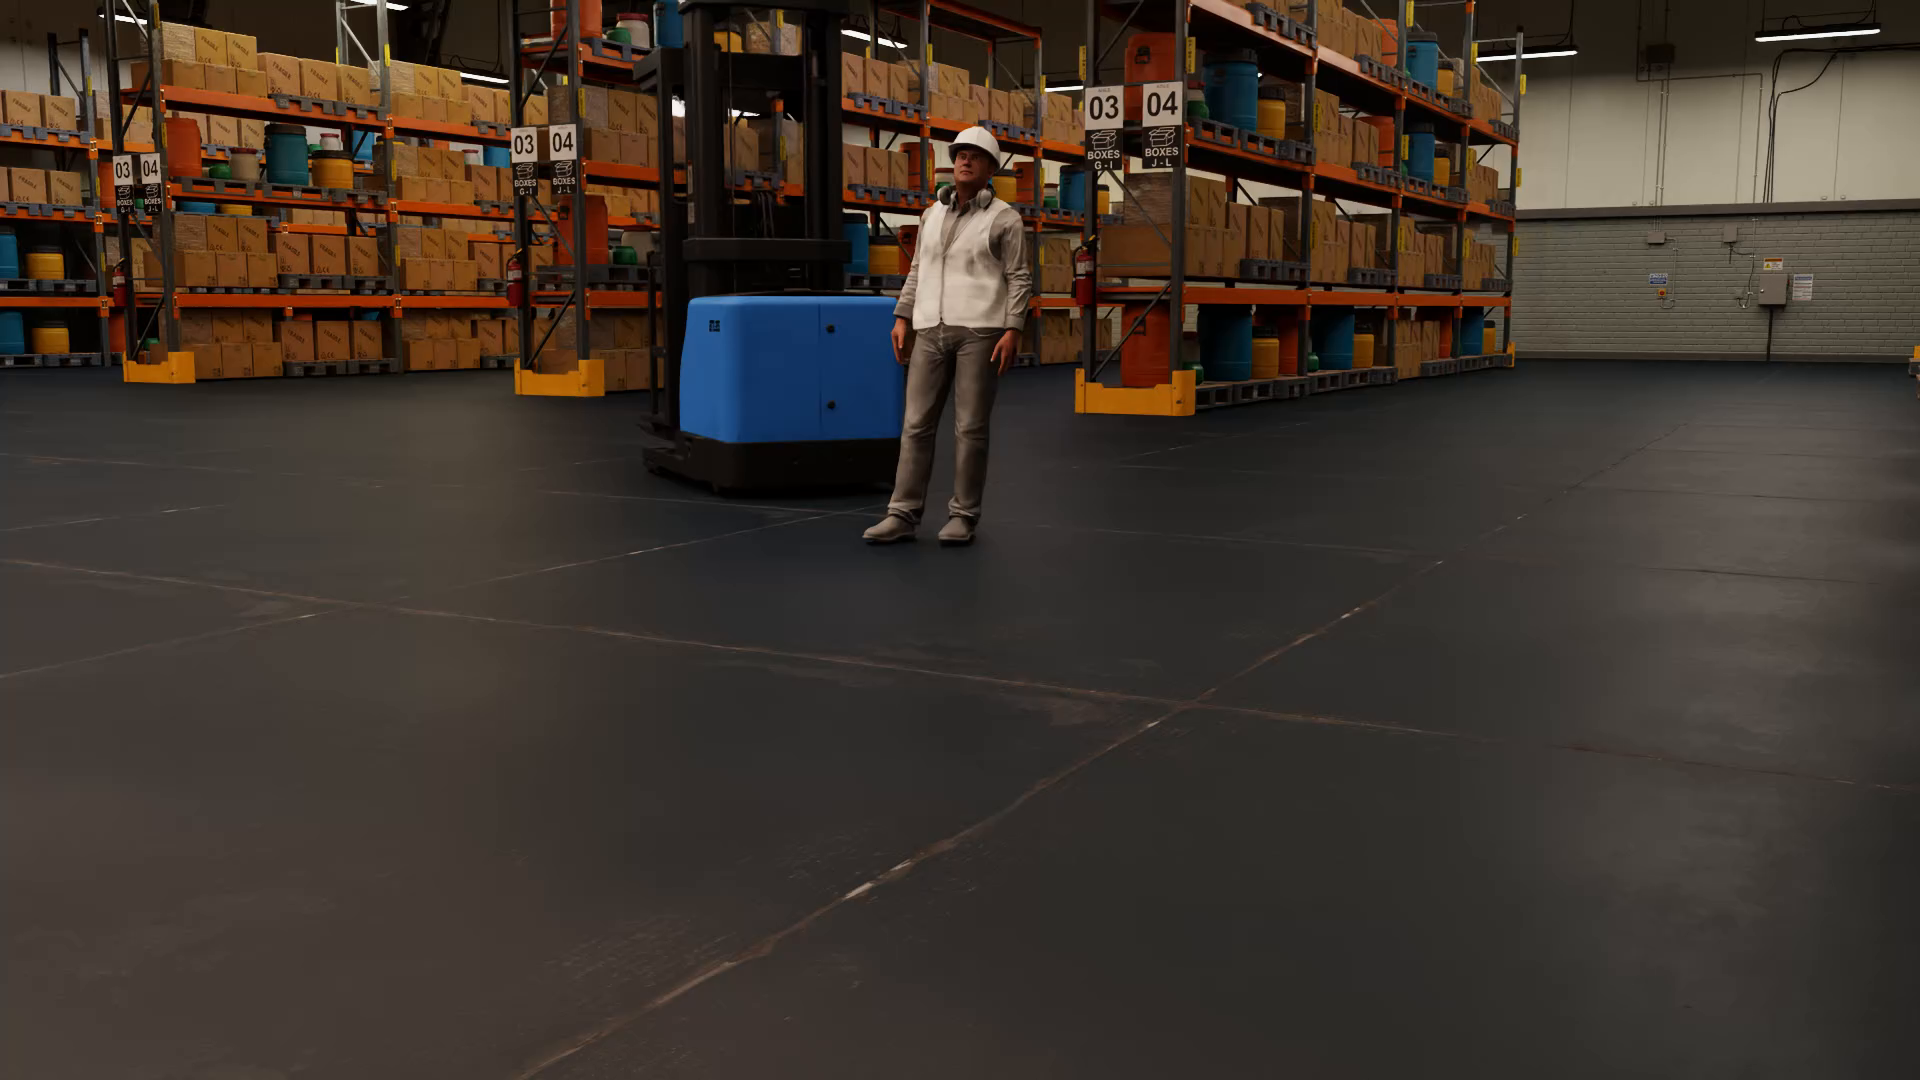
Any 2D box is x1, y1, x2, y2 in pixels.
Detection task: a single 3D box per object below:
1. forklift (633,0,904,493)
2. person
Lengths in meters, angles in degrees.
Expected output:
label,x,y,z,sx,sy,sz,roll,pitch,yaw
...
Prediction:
label,x,y,z,sx,sy,sz,roll,pitch,yaw
forklift,-1.335,-1.867,10.122,1.130,2.935,3.031,-3,9,-23
person,-0.037,-0.877,7.142,0.632,1.768,0.568,4,9,29
